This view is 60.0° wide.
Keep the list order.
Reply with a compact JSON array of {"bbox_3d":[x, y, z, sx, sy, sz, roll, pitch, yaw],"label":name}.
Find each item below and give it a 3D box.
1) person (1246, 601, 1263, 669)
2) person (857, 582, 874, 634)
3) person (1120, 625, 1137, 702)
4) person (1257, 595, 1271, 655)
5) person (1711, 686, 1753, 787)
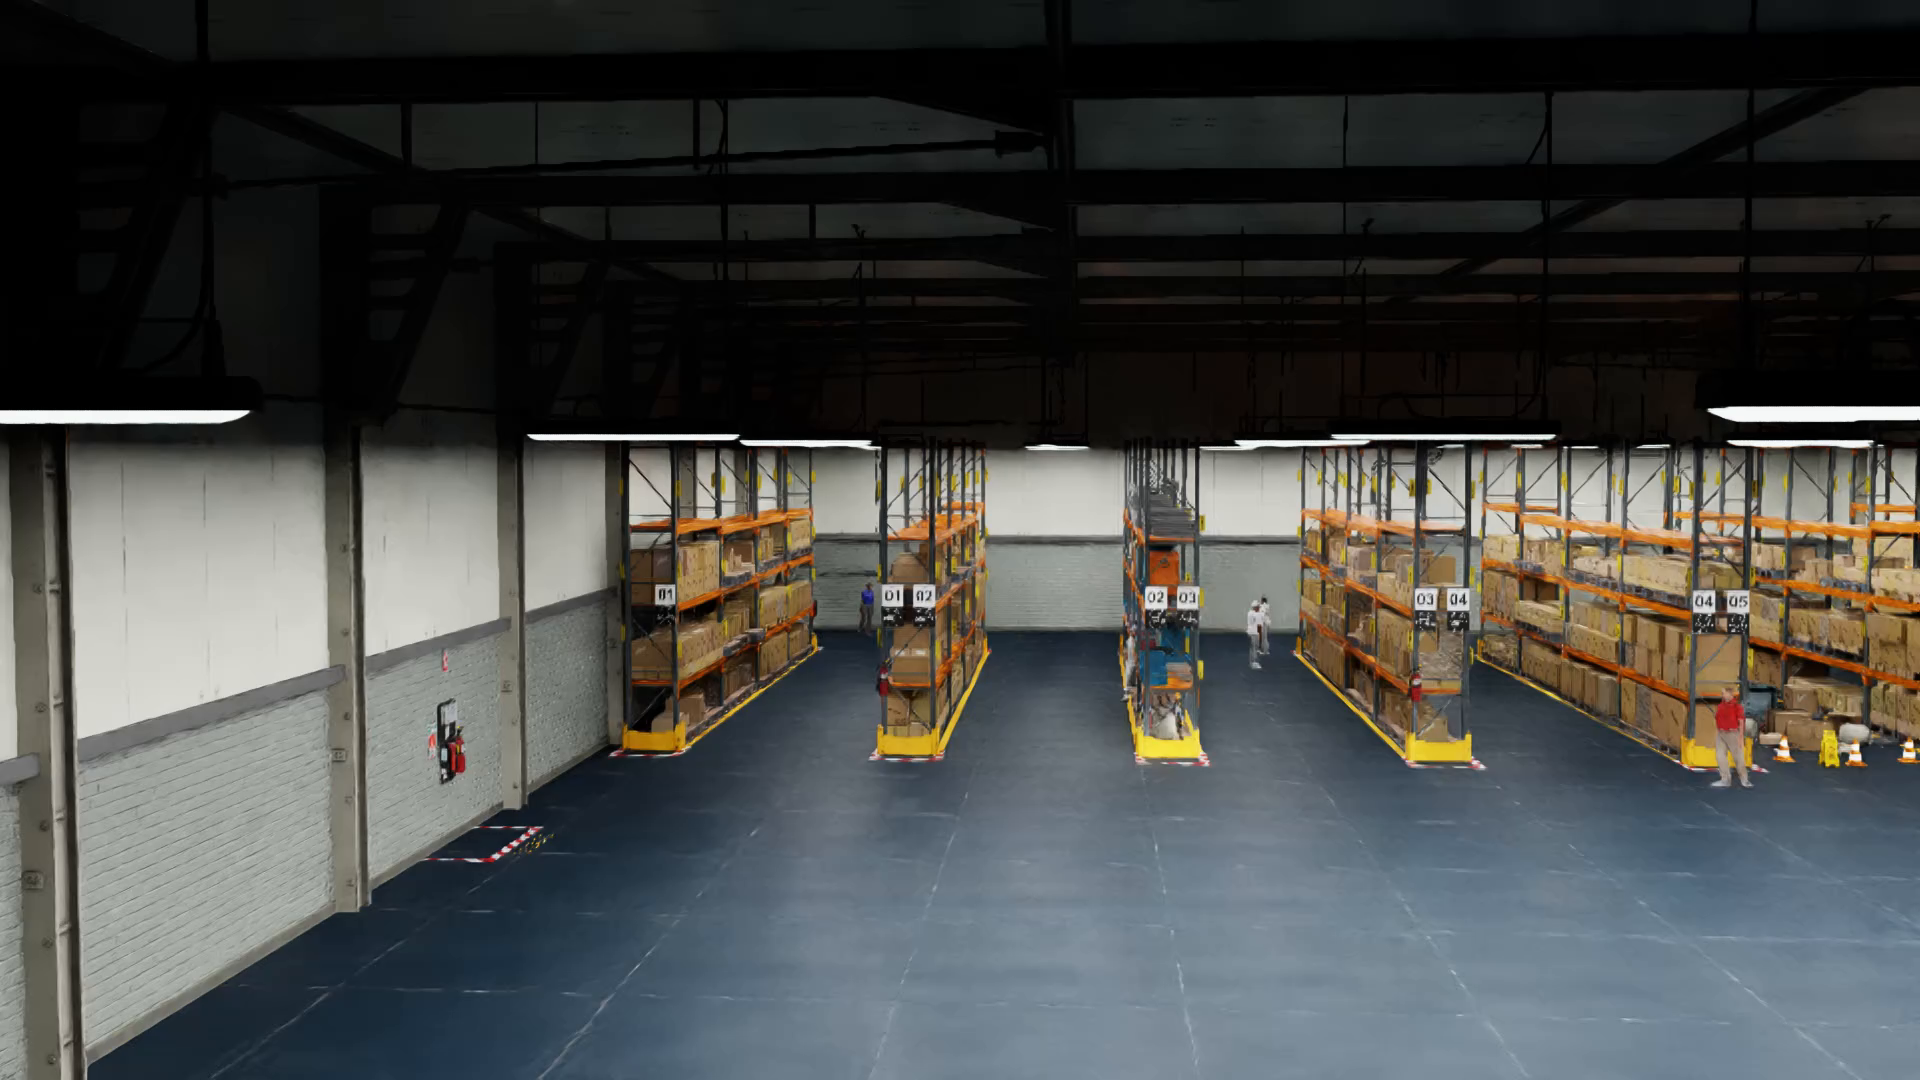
[{"bbox_3d":[7.791,2.480,43.754,0.464,1.772,0.645,-1,3,-21],"label":"person"},{"bbox_3d":[-2.959,2.127,52.127,0.517,1.632,0.527,-2,4,-32],"label":"person"},{"bbox_3d":[4.021,2.813,37.959,0.594,1.753,0.995,1,3,25],"label":"person"},{"bbox_3d":[8.497,2.379,46.708,0.459,1.677,0.525,2,4,29],"label":"person"},{"bbox_3d":[13.187,3.351,28.383,0.554,1.720,0.653,-1,3,-22],"label":"person"}]
